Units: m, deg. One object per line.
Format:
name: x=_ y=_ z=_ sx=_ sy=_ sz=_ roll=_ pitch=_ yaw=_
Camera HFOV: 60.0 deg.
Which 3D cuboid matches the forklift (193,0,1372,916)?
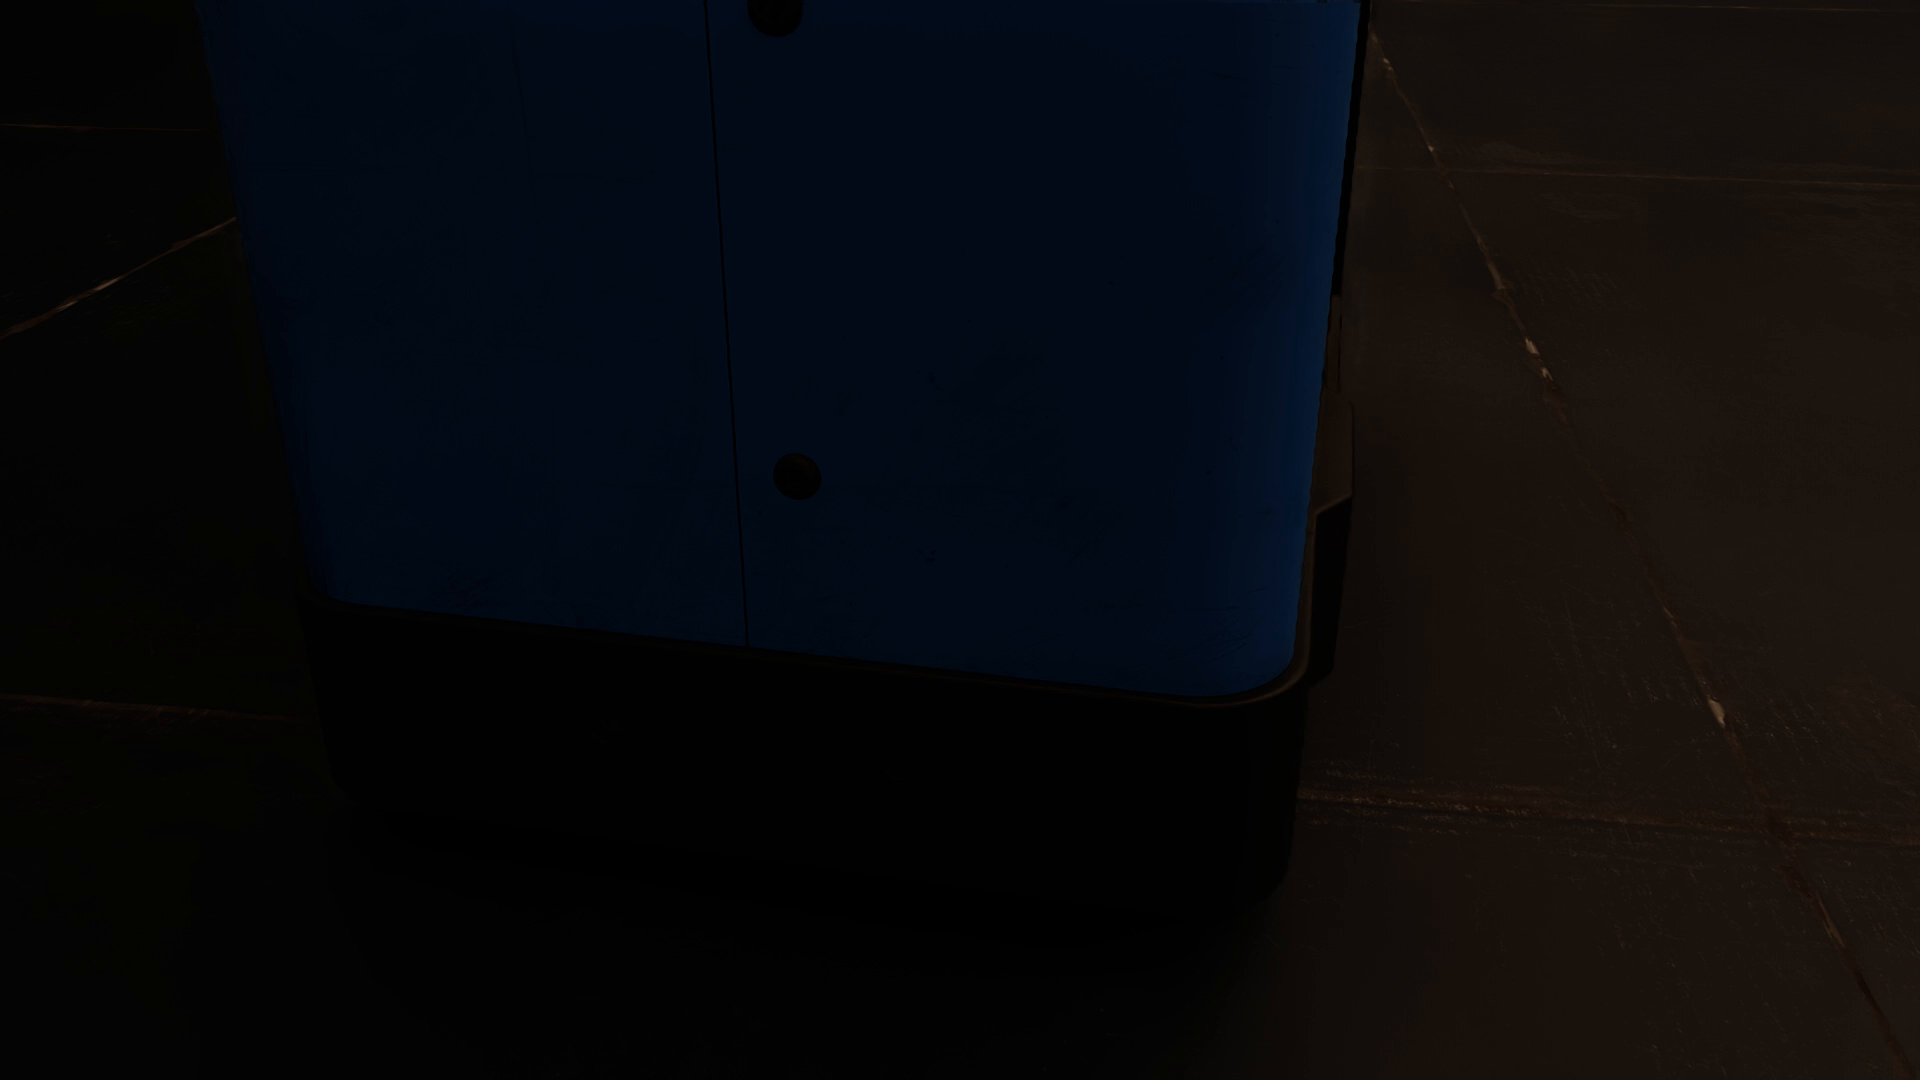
forklift: x=0.114 y=-1.584 z=2.391 sx=1.130 sy=2.935 sz=3.031 roll=5 pitch=27 yaw=11
